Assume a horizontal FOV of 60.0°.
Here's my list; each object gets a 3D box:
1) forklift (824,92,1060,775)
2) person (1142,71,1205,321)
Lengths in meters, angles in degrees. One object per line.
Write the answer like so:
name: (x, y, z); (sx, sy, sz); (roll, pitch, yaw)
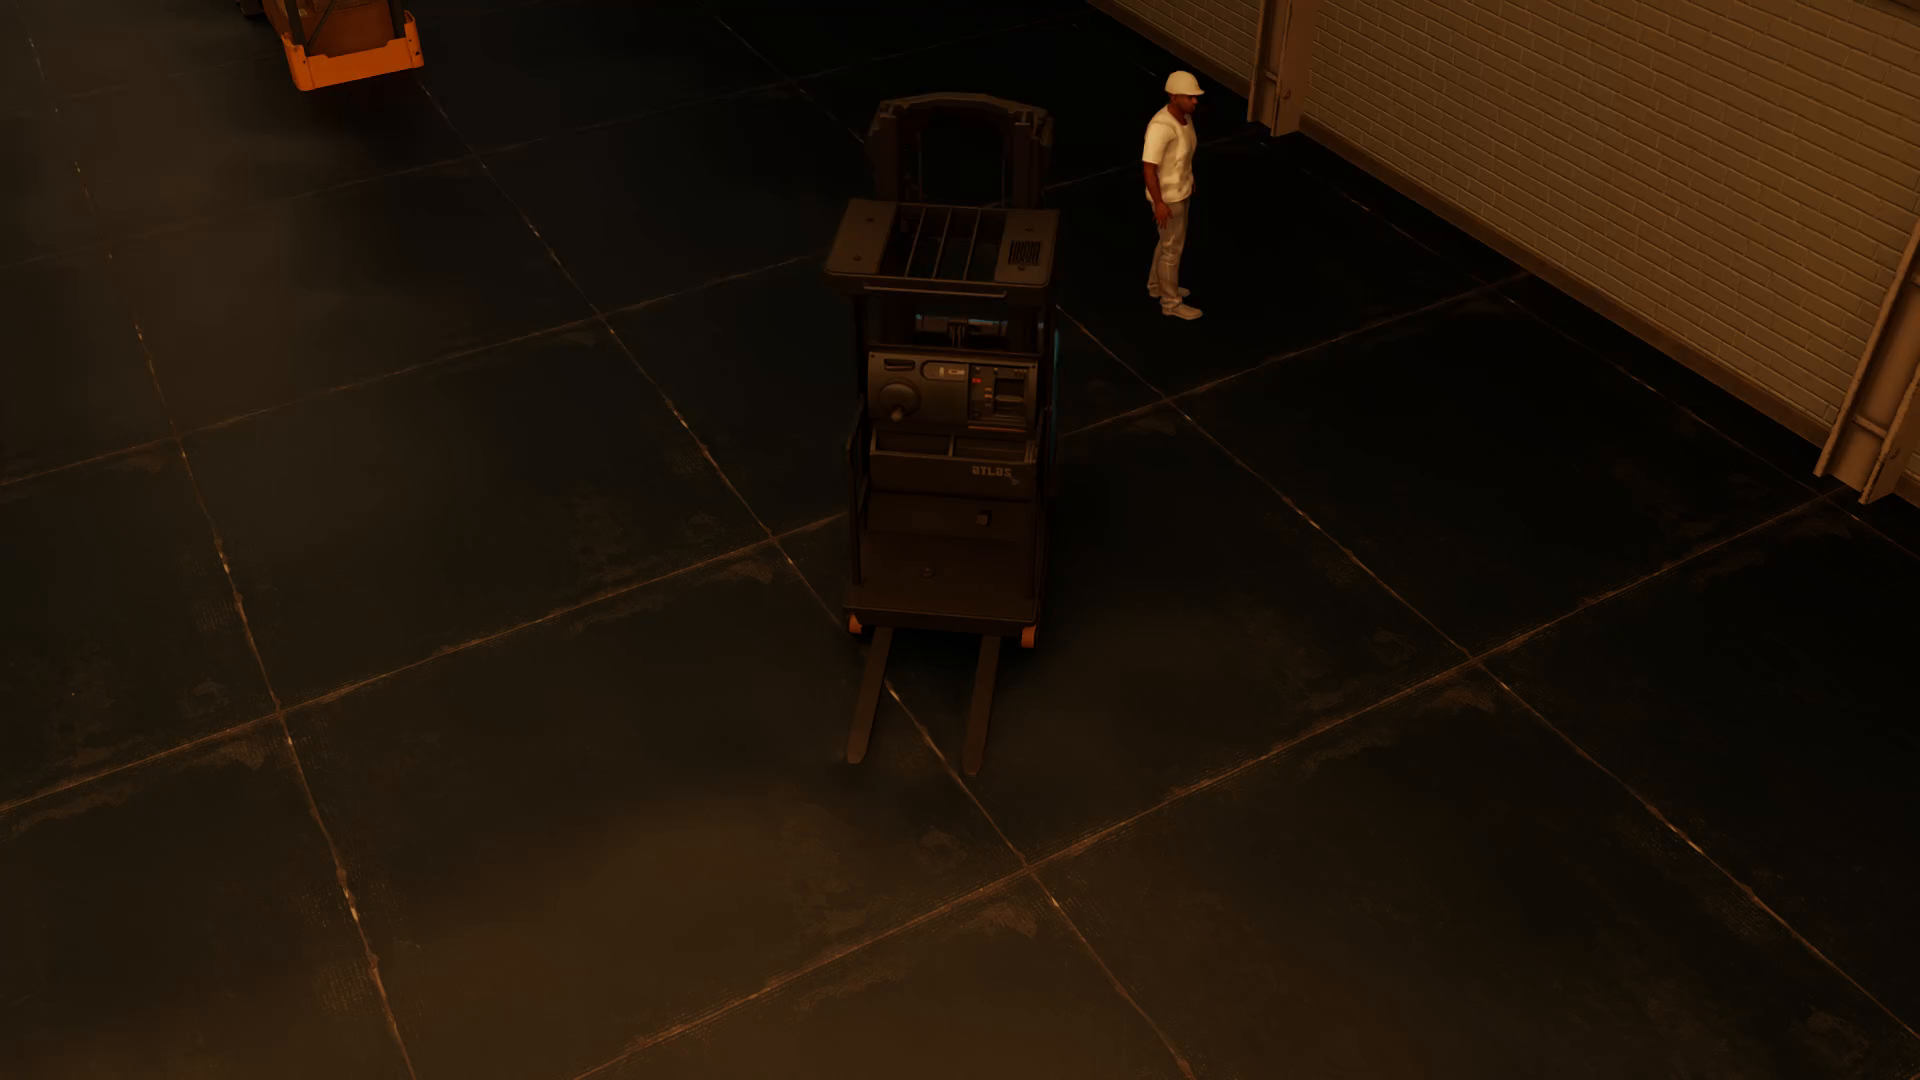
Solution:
forklift: (-0.065, -0.739, 8.928); (1.130, 2.935, 3.031); (4, 40, 5)
person: (1.591, -2.485, 11.947); (0.557, 1.766, 0.733); (12, 41, 14)
